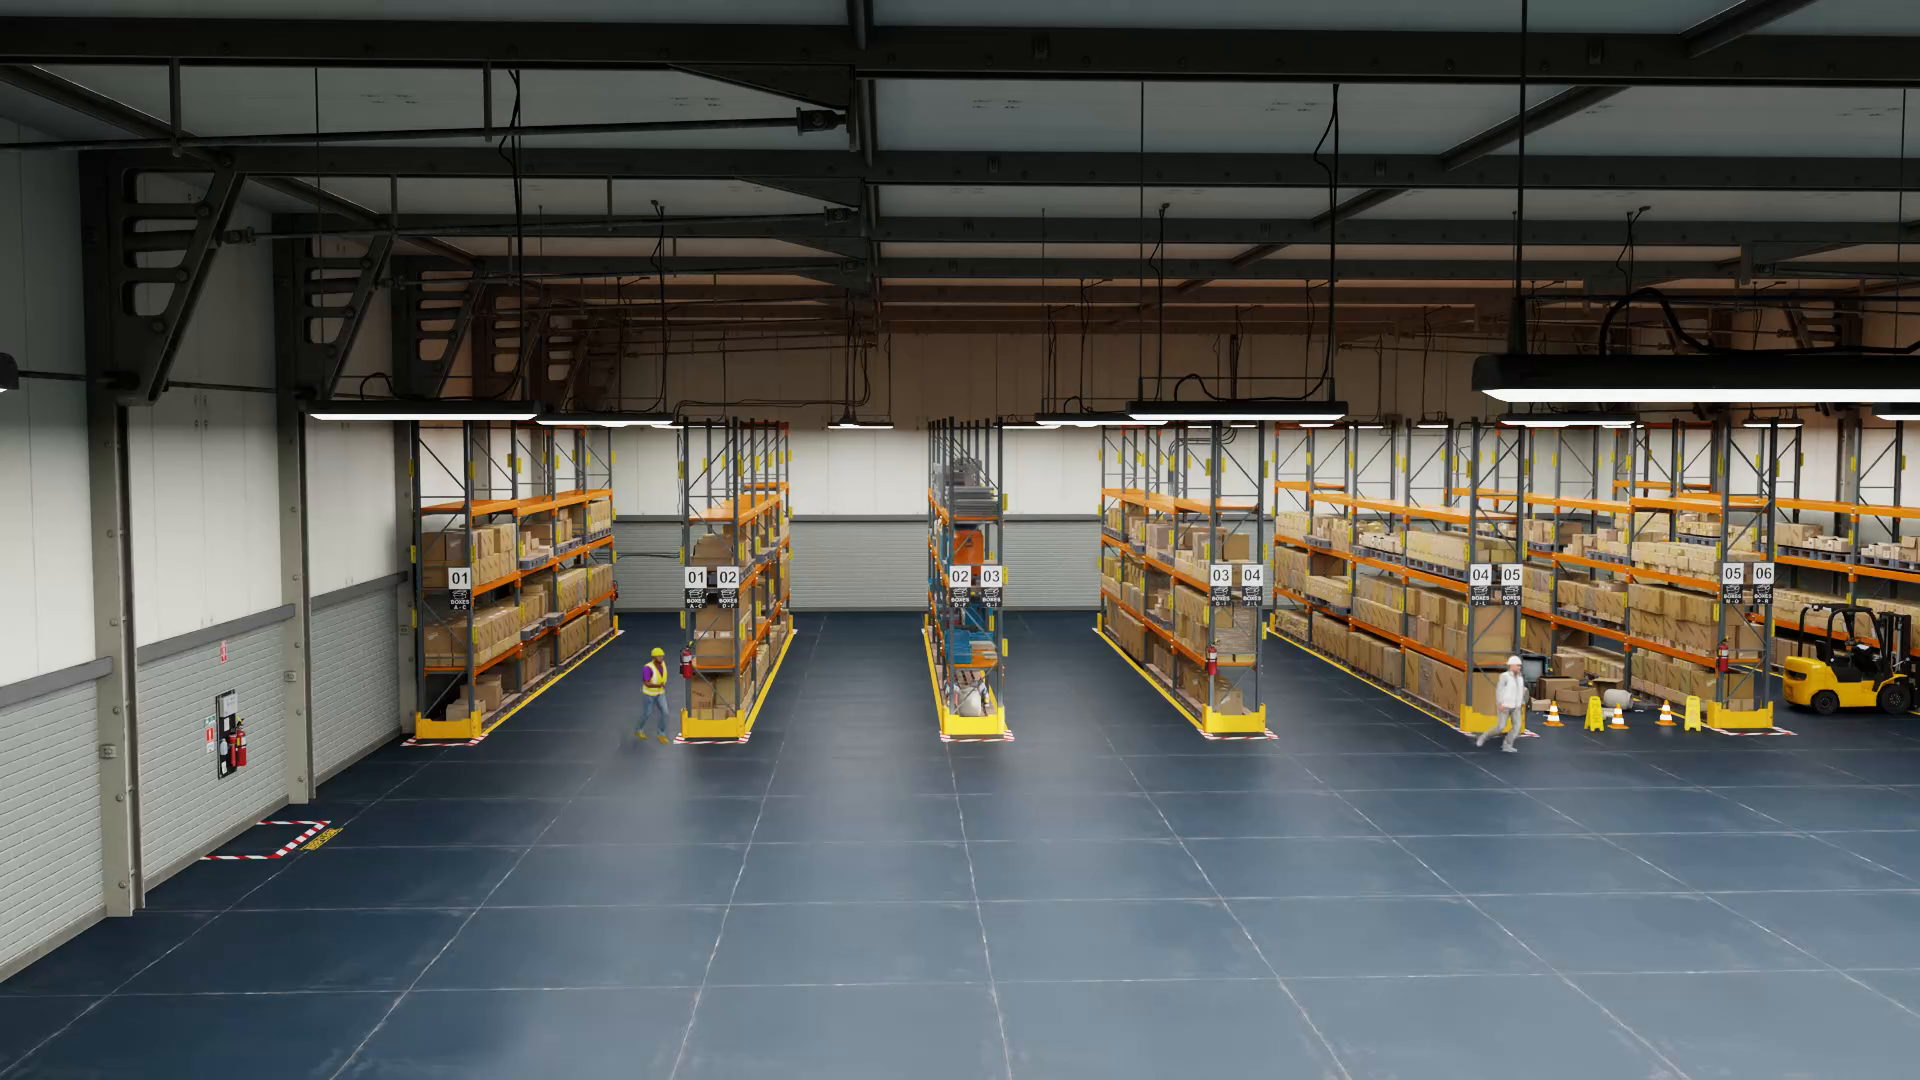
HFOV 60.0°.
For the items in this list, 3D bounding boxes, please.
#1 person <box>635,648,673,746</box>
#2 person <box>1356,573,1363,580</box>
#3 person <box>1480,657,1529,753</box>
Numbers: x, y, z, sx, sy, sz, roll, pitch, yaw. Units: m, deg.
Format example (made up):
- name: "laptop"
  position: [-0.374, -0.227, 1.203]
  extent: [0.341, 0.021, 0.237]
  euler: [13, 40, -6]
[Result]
- name: "person"
  position: [-5.568, 2.862, 30.433]
  extent: [1.028, 1.793, 0.653]
  euler: [3, 5, 38]
- name: "person"
  position: [11.970, 1.752, 49.048]
  extent: [0.726, 1.555, 0.545]
  euler: [0, 4, 3]
- name: "person"
  position: [9.722, 2.927, 29.596]
  extent: [0.808, 1.706, 0.537]
  euler: [-1, 4, -22]
